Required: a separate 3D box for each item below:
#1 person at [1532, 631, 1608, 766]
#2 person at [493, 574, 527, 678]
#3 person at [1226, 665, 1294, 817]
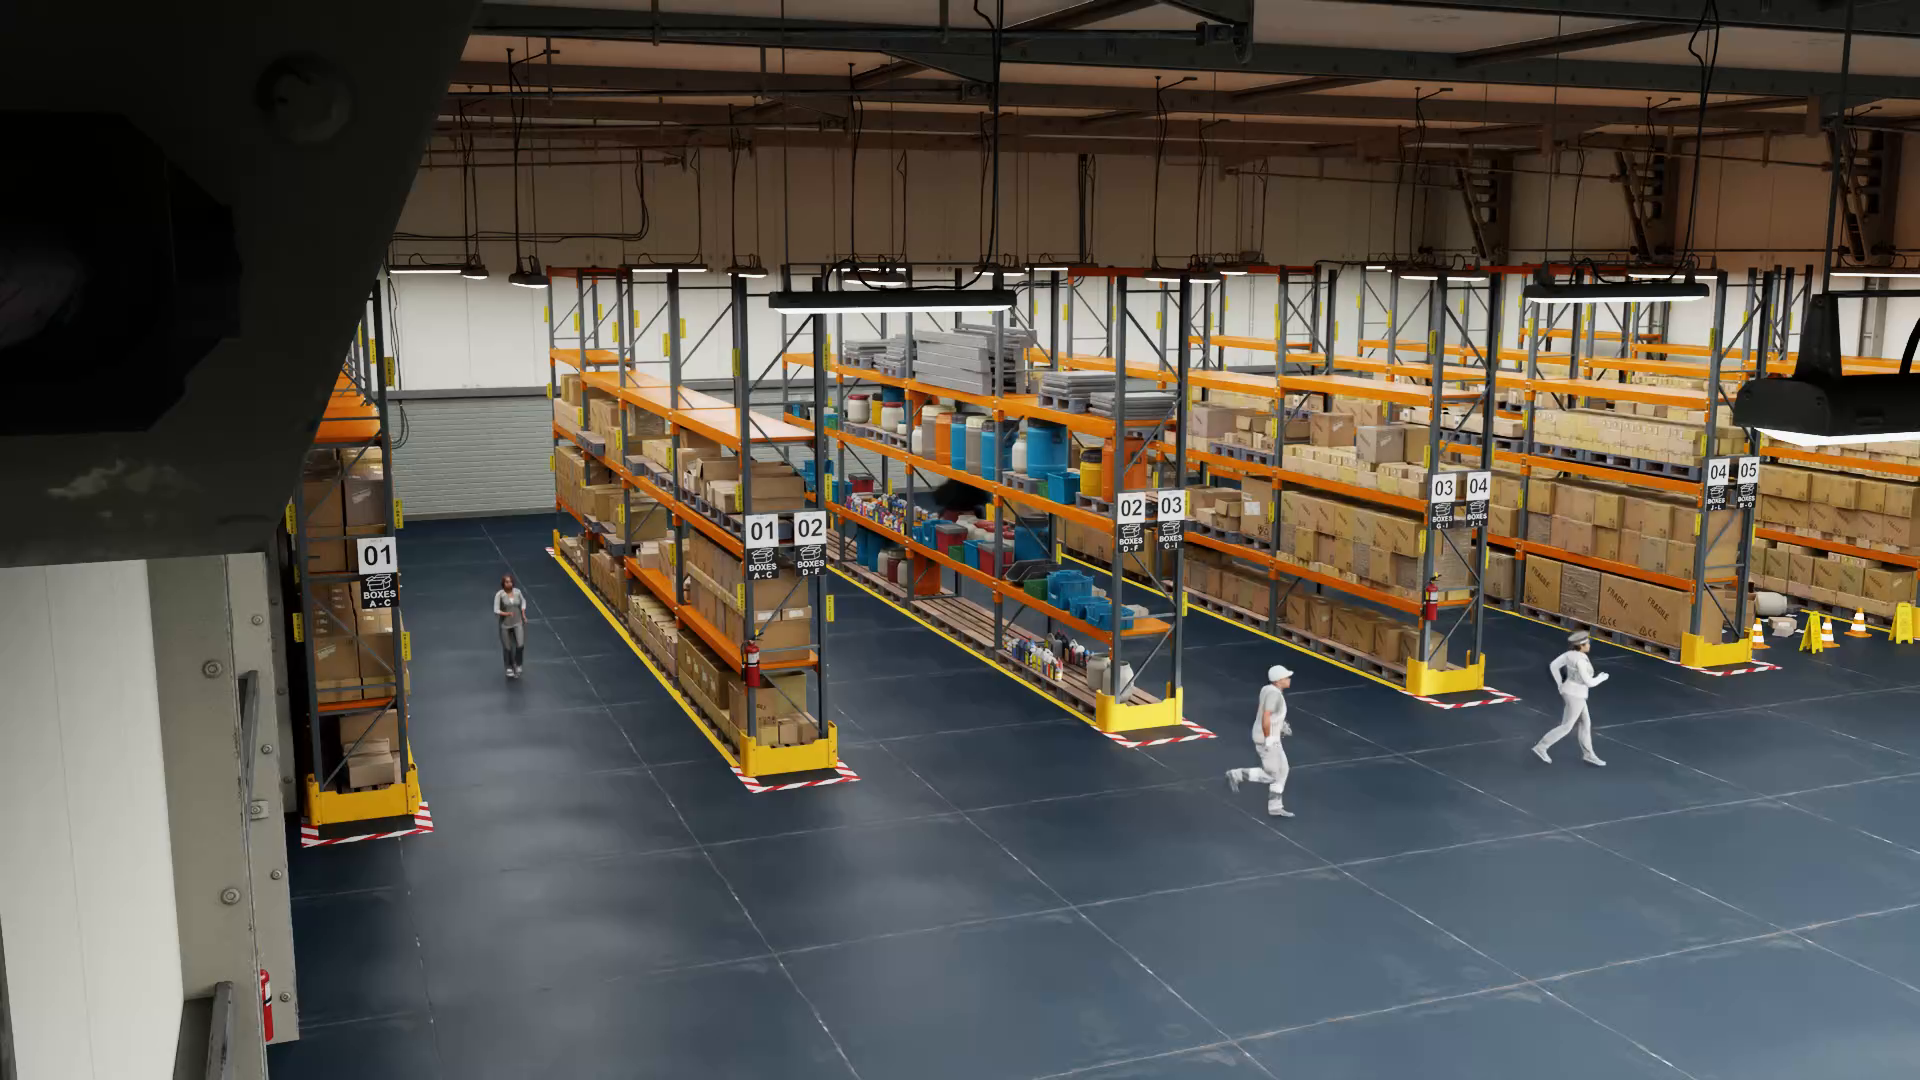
[{"bbox_3d":[7.531,1.951,20.446,0.919,1.702,0.598,1,10,4],"label":"person"},{"bbox_3d":[-6.643,1.284,24.649,0.510,1.570,0.630,-5,11,-25],"label":"person"},{"bbox_3d":[3.403,2.268,18.768,0.776,1.751,0.683,1,10,7],"label":"person"}]
